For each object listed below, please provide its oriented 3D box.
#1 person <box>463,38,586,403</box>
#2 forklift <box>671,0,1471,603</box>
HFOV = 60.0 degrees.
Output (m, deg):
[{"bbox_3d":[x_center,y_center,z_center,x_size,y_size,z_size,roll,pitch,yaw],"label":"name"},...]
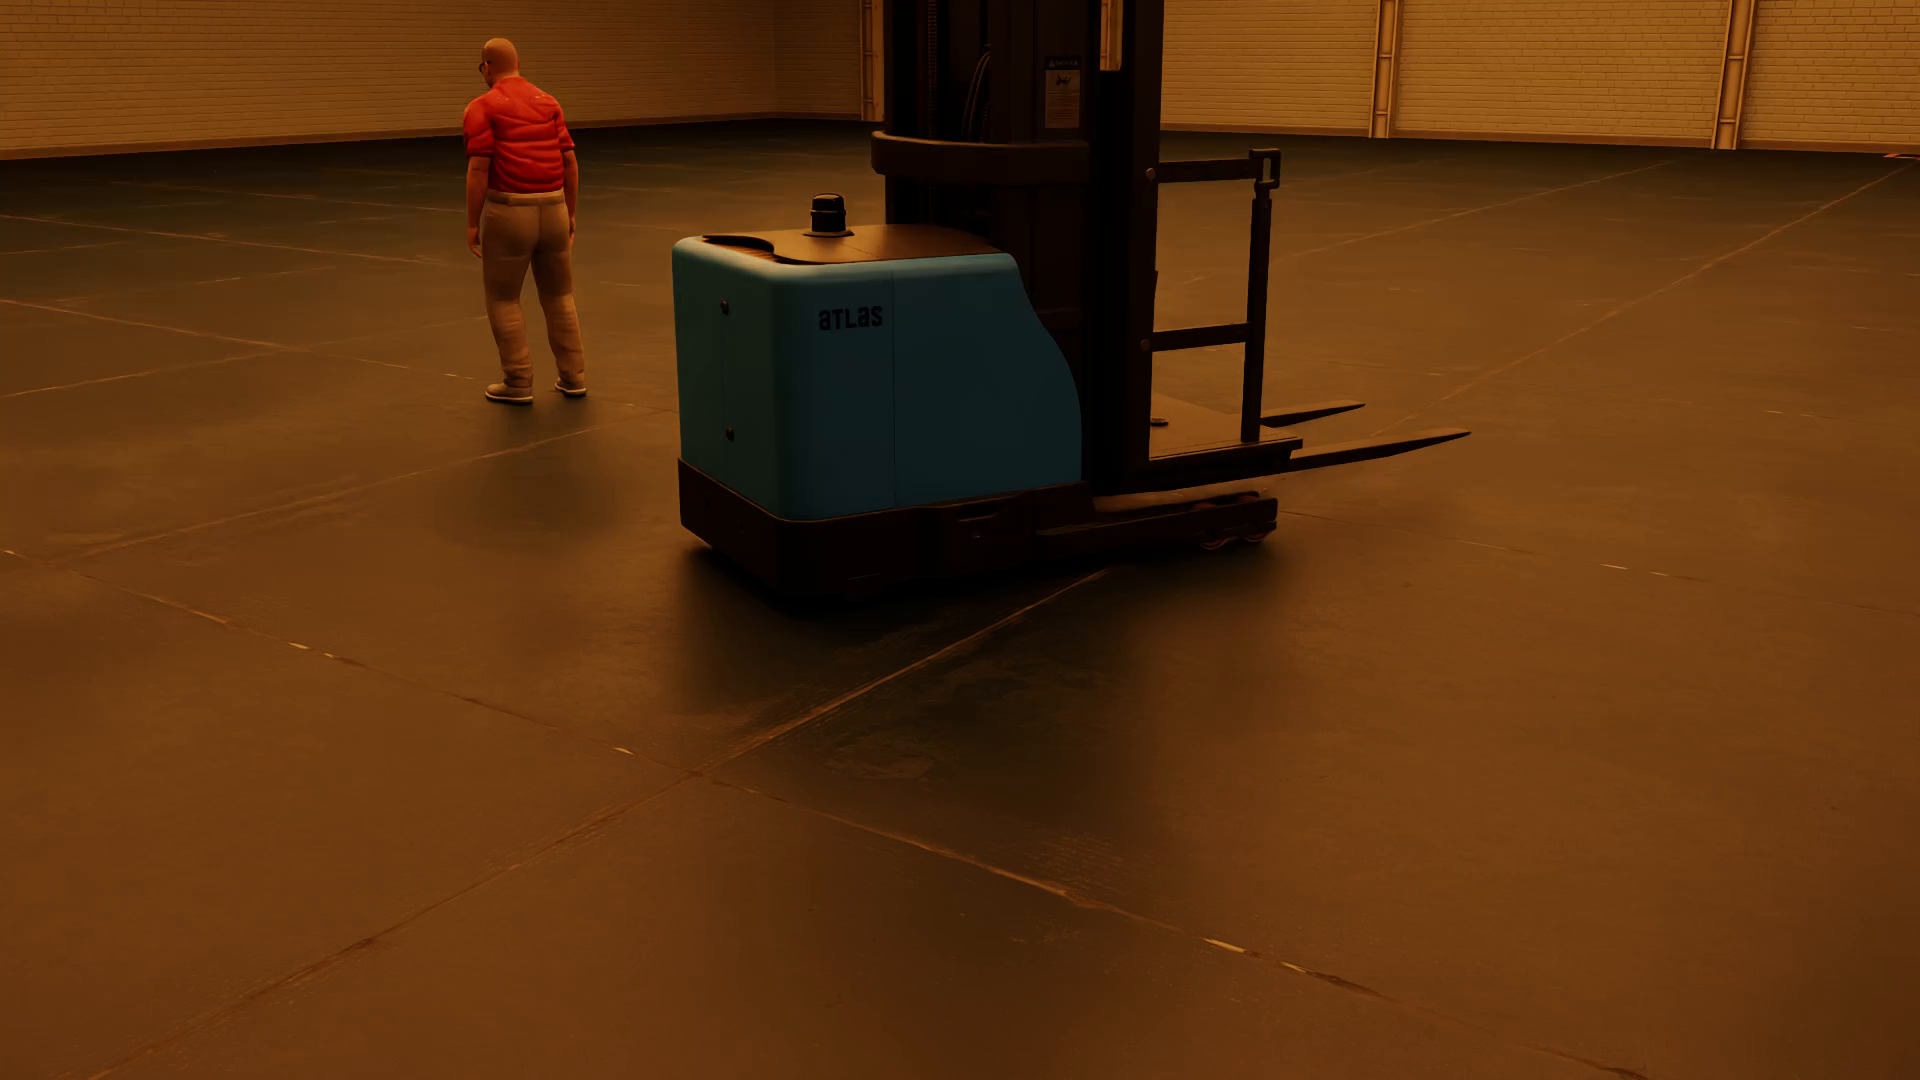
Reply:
[{"bbox_3d":[-2.123,-1.540,8.083,0.598,1.725,0.398,-14,22,-40],"label":"person"},{"bbox_3d":[0.548,-1.492,5.822,3.031,2.935,1.130,-9,19,-28],"label":"forklift"}]
